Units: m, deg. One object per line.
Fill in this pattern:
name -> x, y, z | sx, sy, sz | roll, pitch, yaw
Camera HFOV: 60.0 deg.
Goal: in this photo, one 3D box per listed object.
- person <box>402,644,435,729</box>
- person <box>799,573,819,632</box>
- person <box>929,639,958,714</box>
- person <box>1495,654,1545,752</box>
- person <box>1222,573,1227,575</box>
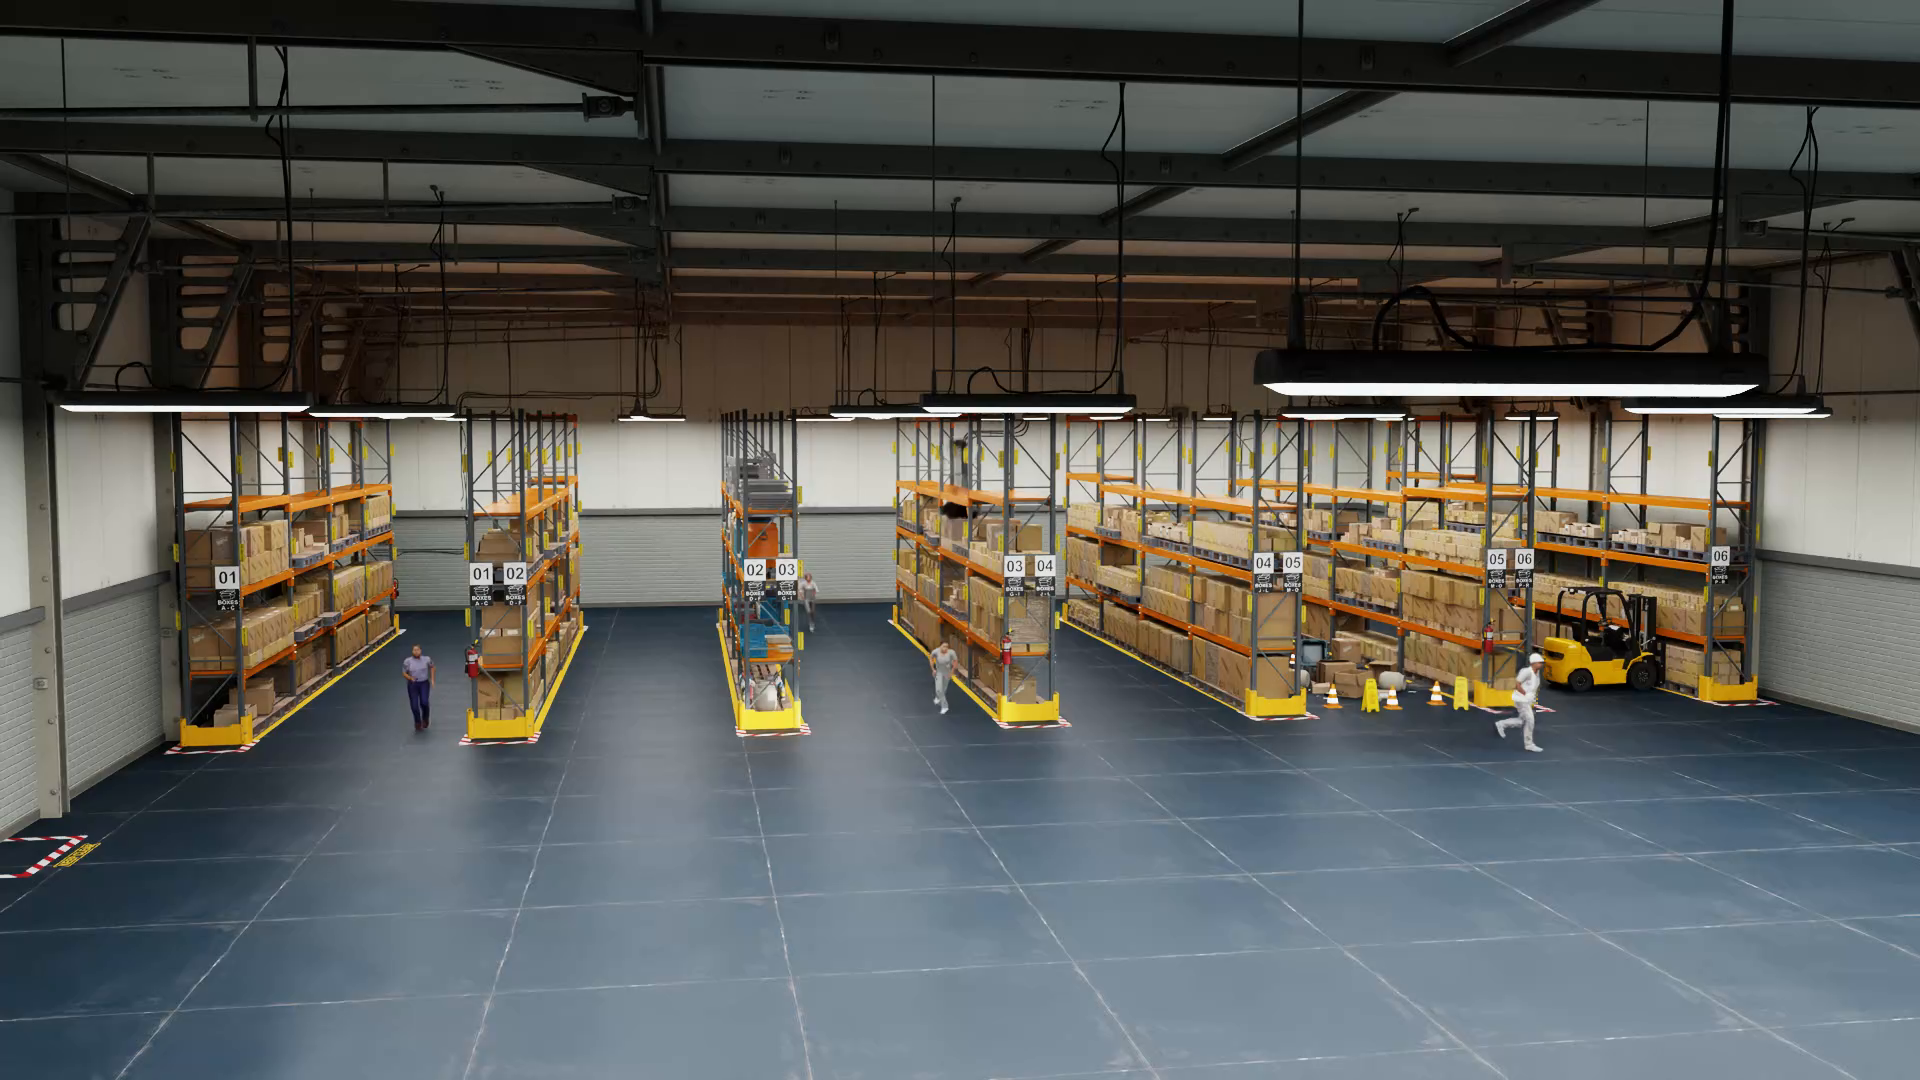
person -> -10.106, 2.740, 31.050 | 0.577, 1.609, 0.719 | -1, 4, -14
person -> -4.179, 1.722, 46.019 | 0.542, 1.599, 0.772 | -1, 4, -14
person -> -0.341, 2.698, 33.185 | 0.564, 1.471, 1.004 | 0, 4, -5
person -> 9.833, 2.834, 29.247 | 0.882, 1.725, 0.654 | 4, 5, 42
person -> 8.144, 1.367, 50.741 | 0.630, 1.672, 0.649 | 1, 4, 10
